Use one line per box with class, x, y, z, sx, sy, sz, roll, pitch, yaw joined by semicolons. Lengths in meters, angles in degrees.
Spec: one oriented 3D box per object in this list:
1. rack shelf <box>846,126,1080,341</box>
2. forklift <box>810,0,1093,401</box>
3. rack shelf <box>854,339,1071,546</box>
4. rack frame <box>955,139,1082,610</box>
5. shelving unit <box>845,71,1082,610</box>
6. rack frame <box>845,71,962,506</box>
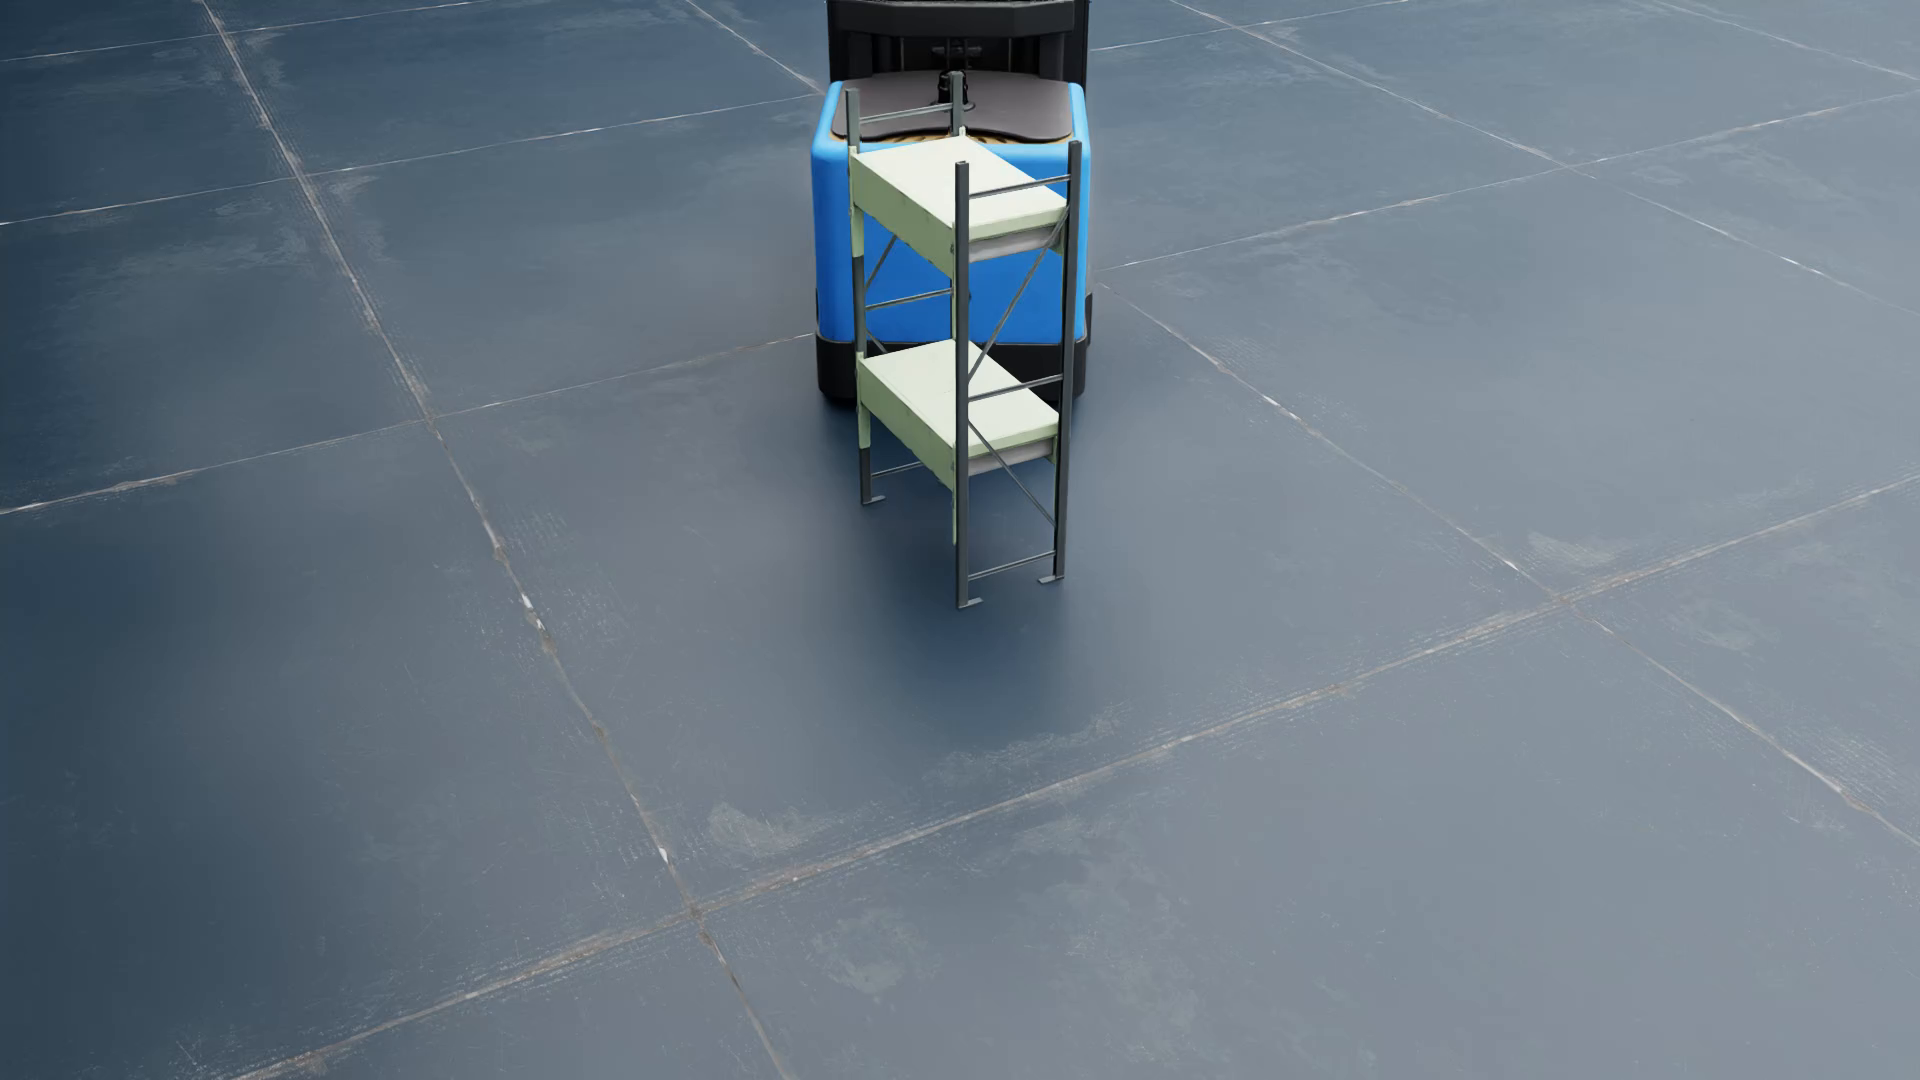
rack shelf;-0.003;-0.963;5.140;0.431;0.370;0.720;-16;36;-23
forklift;-0.002;-2.536;6.992;1.130;2.935;3.031;1;33;1
rack shelf;-0.003;-0.360;5.526;0.431;0.370;0.720;-16;36;-23
rack frame;0.168;-0.460;5.078;0.400;1.500;0.023;-16;36;-23
shelving unit;-0.003;-0.635;5.350;0.431;1.500;0.755;-16;36;-23
rack frame;-0.174;-0.809;5.623;0.400;1.500;0.023;-16;36;-23
